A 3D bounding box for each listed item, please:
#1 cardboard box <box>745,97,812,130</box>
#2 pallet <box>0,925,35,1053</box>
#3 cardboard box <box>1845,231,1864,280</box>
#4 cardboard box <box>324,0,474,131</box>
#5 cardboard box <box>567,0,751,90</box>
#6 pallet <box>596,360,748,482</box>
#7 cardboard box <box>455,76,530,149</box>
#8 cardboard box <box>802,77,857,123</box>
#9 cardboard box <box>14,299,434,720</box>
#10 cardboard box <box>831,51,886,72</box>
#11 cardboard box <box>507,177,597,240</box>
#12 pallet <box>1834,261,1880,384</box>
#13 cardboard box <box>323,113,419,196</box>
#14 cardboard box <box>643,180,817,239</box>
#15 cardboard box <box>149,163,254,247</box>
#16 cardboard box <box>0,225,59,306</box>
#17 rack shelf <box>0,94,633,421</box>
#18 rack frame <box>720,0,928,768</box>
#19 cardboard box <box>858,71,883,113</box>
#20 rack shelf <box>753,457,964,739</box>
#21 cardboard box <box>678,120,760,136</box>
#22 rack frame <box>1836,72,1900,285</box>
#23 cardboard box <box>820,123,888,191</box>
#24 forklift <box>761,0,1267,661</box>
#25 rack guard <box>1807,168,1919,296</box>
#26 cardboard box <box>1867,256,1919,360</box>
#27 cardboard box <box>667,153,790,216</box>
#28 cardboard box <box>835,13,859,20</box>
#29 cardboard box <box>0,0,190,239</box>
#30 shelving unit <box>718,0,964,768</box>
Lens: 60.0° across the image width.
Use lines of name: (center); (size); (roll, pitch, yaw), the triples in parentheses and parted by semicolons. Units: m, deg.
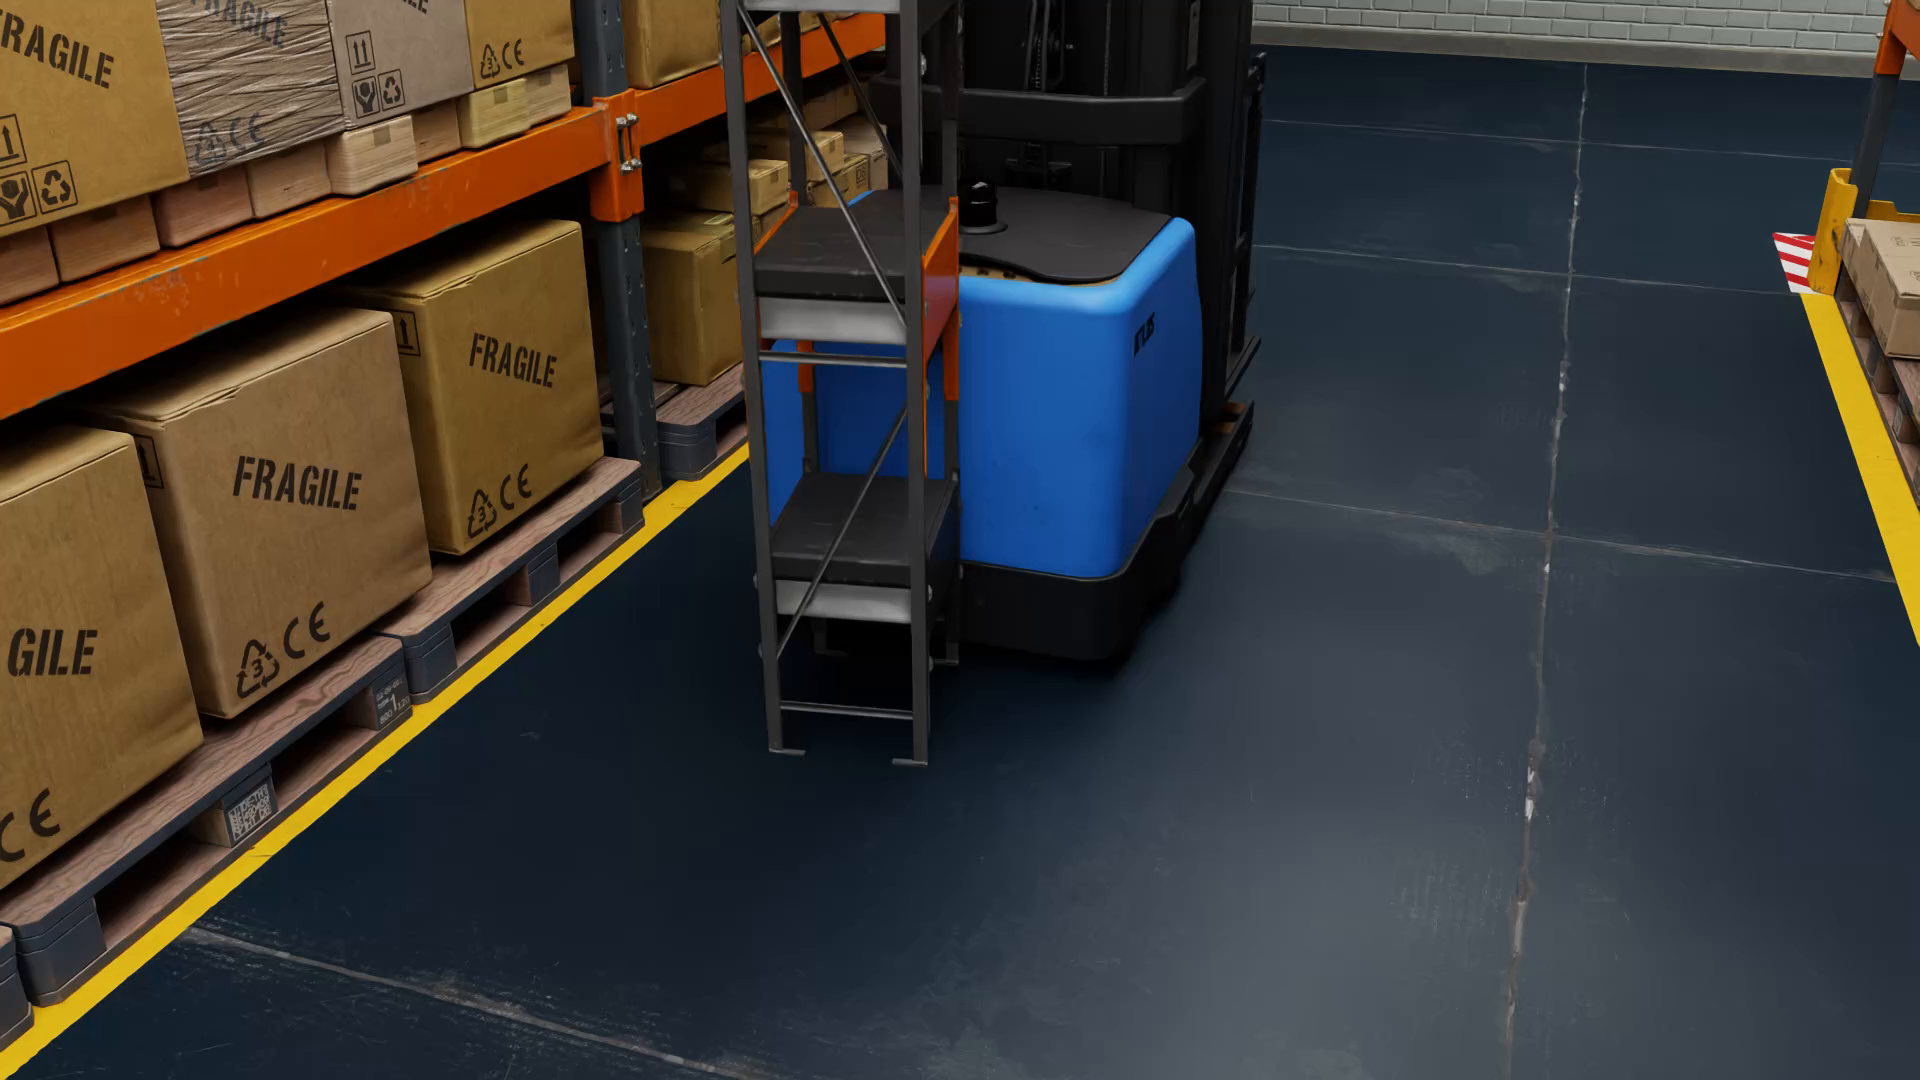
cardboard box: (-0.864, -1.818, 7.205); (0.380, 0.149, 0.250); (9, 27, 18)
pallet: (-2.487, 1.025, 2.892); (1.003, 0.211, 1.213); (9, 27, 17)
cardboard box: (3.968, -1.186, 7.004); (0.380, 0.166, 0.250); (9, 27, 17)
cardboard box: (-1.566, -1.312, 4.038); (0.500, 0.500, 0.500); (9, 27, 18)
cardboard box: (-1.294, -1.917, 5.423); (0.980, 0.700, 0.700); (9, 27, 18)
pallet: (-1.163, -0.607, 6.262); (1.003, 0.211, 1.213); (9, 27, 17)
cardboard box: (-1.397, -1.170, 4.490); (0.380, 0.149, 0.250); (9, 27, 18)
cardboard box: (-0.696, -2.028, 7.639); (0.380, 0.149, 0.250); (9, 27, 18)
cardboard box: (-1.876, -0.131, 4.063); (0.750, 0.750, 0.750); (10, 27, 19)
cardboard box: (-0.444, -2.339, 8.281); (0.380, 0.149, 0.250); (9, 27, 18)
cardboard box: (-1.379, -1.179, 5.885); (0.380, 0.149, 0.250); (9, 27, 17)
pallet: (4.224, -0.874, 6.813); (1.003, 0.211, 1.213); (9, 27, 17)
cardboard box: (-1.558, -0.953, 4.042); (0.380, 0.149, 0.250); (9, 27, 17)
cardboard box: (-0.974, -1.124, 6.515); (0.700, 0.500, 0.500); (8, 27, 17)
cardboard box: (-1.799, -0.761, 3.646); (0.380, 0.149, 0.250); (8, 27, 16)
cardboard box: (-1.992, -0.547, 3.203); (0.380, 0.149, 0.250); (9, 27, 18)
rack shelf: (-2.155, -0.416, 3.492); (1.077, 0.370, 4.000); (9, 27, 17)
rack frame: (-0.280, -0.391, 3.649); (0.400, 2.100, 0.015); (4, 27, 8)
cardboard box: (-0.252, -2.074, 7.735); (0.380, 0.149, 0.250); (9, 27, 19)
rack shelf: (-0.240, 0.136, 4.186); (0.431, 0.518, 0.480); (4, 27, 8)
cardboard box: (-1.034, -1.608, 6.771); (0.380, 0.149, 0.250); (9, 27, 18)
rack frame: (4.514, -2.488, 6.947); (1.000, 3.000, 0.127); (9, 27, 17)
cardboard box: (-0.630, -1.554, 7.405); (0.700, 0.500, 0.500); (8, 27, 16)
forklift: (0.412, -1.618, 5.229); (1.130, 2.935, 3.031); (9, 27, 17)
rack guard: (4.489, -1.332, 7.427); (1.175, 0.500, 0.348); (9, 27, 17)
cardboard box: (3.733, -0.855, 6.225); (0.500, 0.250, 0.500); (9, 27, 17)
cardboard box: (-0.858, -1.324, 6.184); (0.380, 0.149, 0.250); (10, 27, 19)
cardboard box: (-0.813, -2.516, 6.661); (0.980, 0.700, 0.700); (7, 27, 15)
cardboard box: (-1.902, -0.901, 3.189); (0.500, 0.500, 0.500); (10, 27, 19)
shelving unit: (-0.242, -0.500, 3.863); (0.431, 2.100, 0.503); (4, 27, 8)
